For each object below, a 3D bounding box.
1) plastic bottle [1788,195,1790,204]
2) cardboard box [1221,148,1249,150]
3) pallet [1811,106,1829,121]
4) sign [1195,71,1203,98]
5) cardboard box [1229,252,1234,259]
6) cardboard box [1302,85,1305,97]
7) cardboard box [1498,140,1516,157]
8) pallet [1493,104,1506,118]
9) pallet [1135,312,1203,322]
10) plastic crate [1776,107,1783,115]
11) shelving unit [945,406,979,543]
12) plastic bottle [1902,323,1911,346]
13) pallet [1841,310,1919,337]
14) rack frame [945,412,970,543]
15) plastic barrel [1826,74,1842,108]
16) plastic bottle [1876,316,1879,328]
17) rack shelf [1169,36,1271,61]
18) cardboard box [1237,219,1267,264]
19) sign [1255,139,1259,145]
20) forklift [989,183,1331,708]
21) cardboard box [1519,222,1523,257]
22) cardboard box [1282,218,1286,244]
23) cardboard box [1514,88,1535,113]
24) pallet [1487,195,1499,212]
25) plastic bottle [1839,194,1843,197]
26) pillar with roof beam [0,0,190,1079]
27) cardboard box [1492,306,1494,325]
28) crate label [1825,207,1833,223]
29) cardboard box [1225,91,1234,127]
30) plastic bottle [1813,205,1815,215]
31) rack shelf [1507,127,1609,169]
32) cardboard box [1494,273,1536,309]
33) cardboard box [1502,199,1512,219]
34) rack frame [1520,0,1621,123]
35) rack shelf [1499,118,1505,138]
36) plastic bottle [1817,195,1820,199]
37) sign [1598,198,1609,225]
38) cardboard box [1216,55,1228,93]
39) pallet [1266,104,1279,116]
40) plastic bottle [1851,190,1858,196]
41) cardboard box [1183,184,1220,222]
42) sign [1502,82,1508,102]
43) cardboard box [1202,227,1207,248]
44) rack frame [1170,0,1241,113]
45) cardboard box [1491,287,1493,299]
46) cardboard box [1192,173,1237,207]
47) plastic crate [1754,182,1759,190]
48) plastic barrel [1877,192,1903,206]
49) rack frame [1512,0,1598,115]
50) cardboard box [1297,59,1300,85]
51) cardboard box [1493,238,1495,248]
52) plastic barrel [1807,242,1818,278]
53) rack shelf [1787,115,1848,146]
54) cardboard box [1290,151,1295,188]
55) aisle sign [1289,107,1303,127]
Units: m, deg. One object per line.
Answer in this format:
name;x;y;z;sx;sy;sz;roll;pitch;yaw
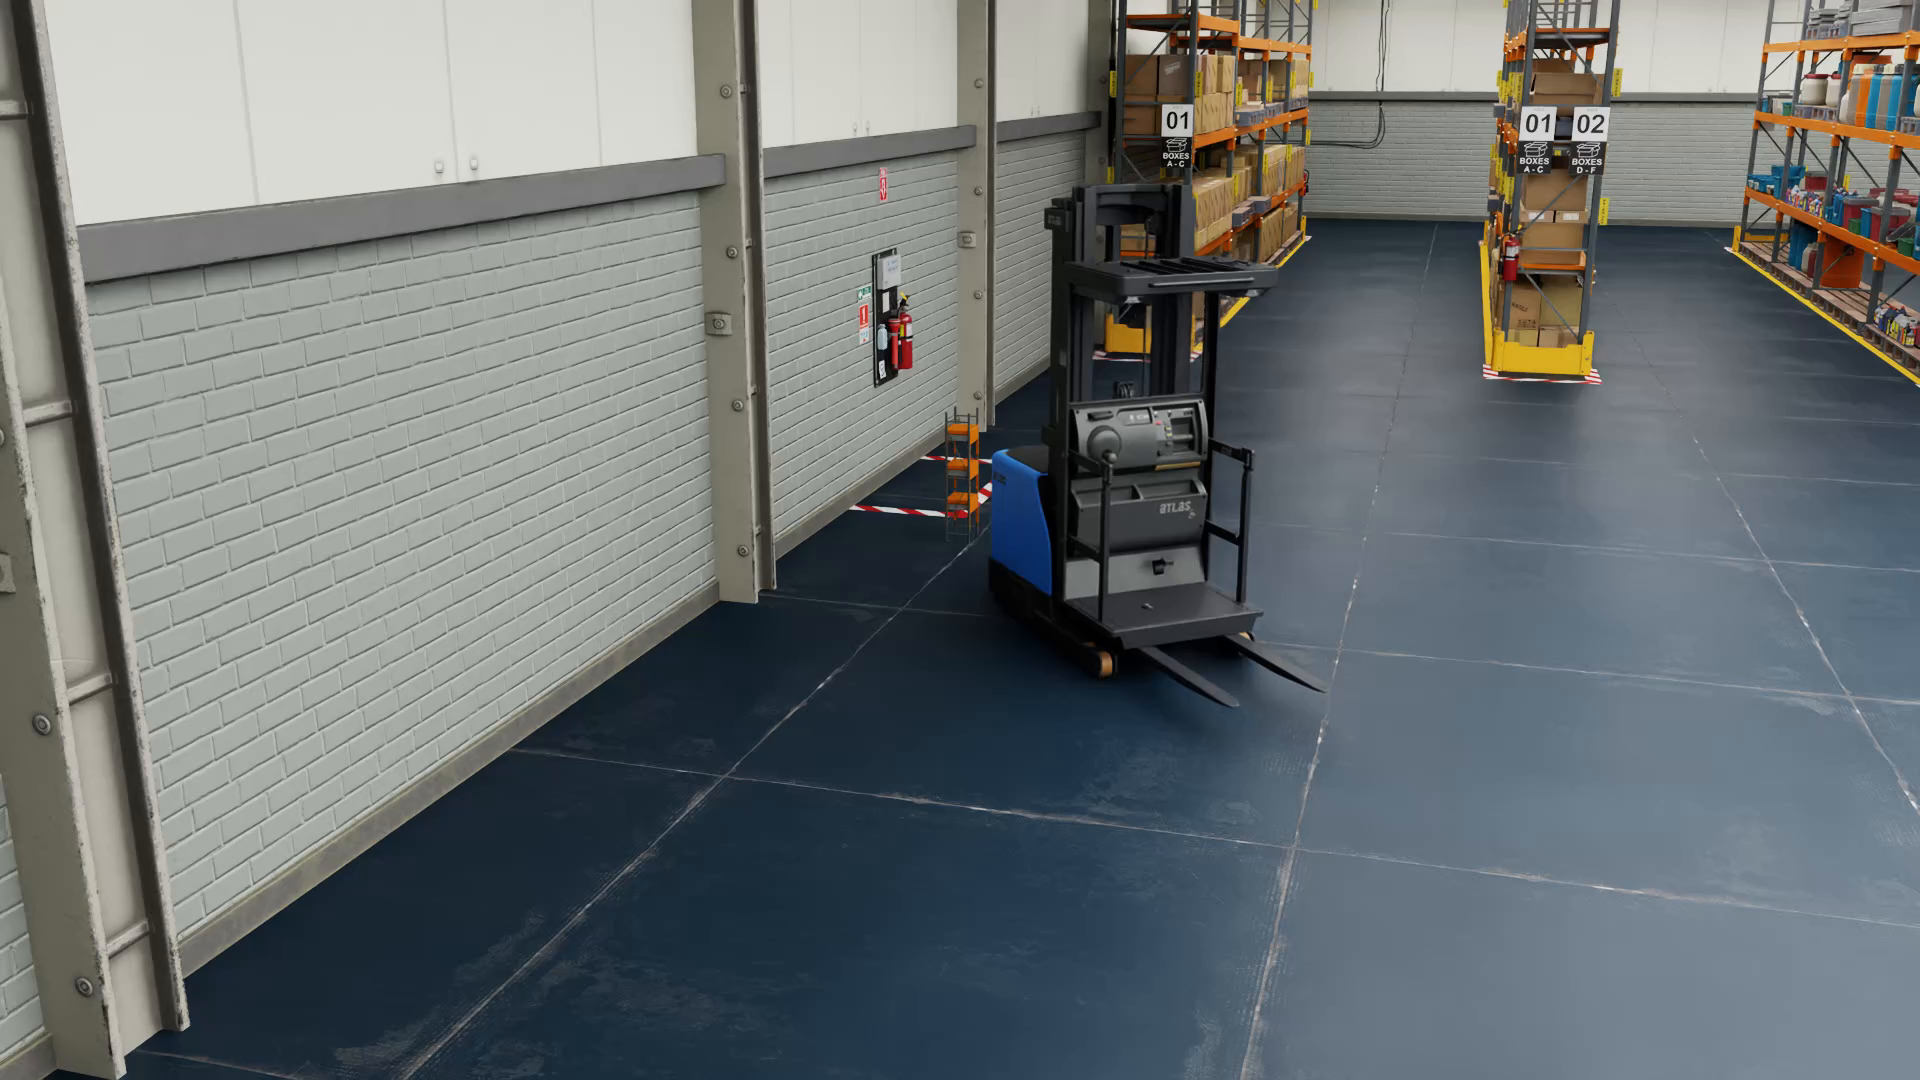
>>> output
plastic bottle;14.845;-6.093;29.679;0.097;0.201;0.097;0;16;0
cardboard box;5.100;-7.143;30.876;0.500;0.250;0.500;4;16;15
pallet;14.963;-7.161;27.928;1.003;0.211;1.213;5;16;16
sign;3.023;-5.769;21.071;0.100;0.325;0.005;5;16;16
cardboard box;4.115;-4.466;27.352;0.700;0.500;0.500;5;17;17
cardboard box;6.949;-9.406;34.818;0.500;0.250;0.500;4;16;14
cardboard box;10.559;-7.385;31.853;0.500;0.500;0.500;5;17;16
pallet;10.119;-7.619;29.543;1.213;0.211;1.003;5;16;16
pallet;3.137;-3.153;24.060;1.003;0.211;1.213;5;16;16
plastic crate;15.408;-7.997;31.012;0.293;0.136;0.466;5;16;16
shelving unit;0.015;-0.519;13.235;0.215;1.050;0.252;5;16;16
plastic bottle;12.118;-2.630;21.277;0.061;0.283;0.133;5;17;17
pallet;13.324;-3.092;23.845;1.003;0.211;1.213;5;16;16
rack frame;-0.019;-0.487;13.123;0.200;1.050;0.008;5;16;16
plastic barrel;14.634;-7.458;27.610;0.433;0.535;0.433;0;16;0
plastic bottle;12.569;-2.988;22.689;0.097;0.201;0.097;0;16;0
rack shelf;4.208;-7.864;26.617;1.077;0.370;4.000;5;16;16
cardboard box;5.111;-5.390;30.006;0.750;0.750;0.750;4;16;15
sign;6.519;-8.632;36.535;0.100;0.325;0.005;5;16;16
forklift;1.235;-0.685;10.373;1.130;2.935;3.031;-6;17;-22
cardboard box;7.543;-3.871;21.297;0.700;0.500;0.500;5;17;17
cardboard box;6.223;-6.274;33.762;0.700;0.500;0.500;5;17;17
cardboard box;7.485;-5.701;21.571;0.500;0.311;0.500;7;17;22
pallet;9.652;-5.747;28.447;1.213;0.211;1.003;5;16;16
plastic bottle;15.133;-5.810;28.551;0.097;0.271;0.097;0;16;0
pillar with roof beam;0.884;-2.040;4.032;9.100;9.000;0.400;5;16;16
cardboard box;7.673;-3.131;23.140;0.500;0.250;0.500;5;16;16
crate label;13.795;-5.110;26.155;0.303;0.233;0.416;5;16;16
cardboard box;3.732;-6.342;24.476;0.500;0.500;0.500;5;17;17
plastic bottle;14.179;-5.481;27.519;0.097;0.201;0.097;0;16;0
rack shelf;7.821;-5.184;21.931;1.077;0.370;4.000;5;16;16
cardboard box;7.533;-3.361;22.576;0.500;0.500;0.500;5;16;16
cardboard box;9.087;-5.395;27.017;0.500;0.311;0.500;4;16;15
rack frame;7.253;-6.450;19.579;1.000;3.000;0.127;5;16;16
rack shelf;10.095;-7.277;29.310;1.077;0.370;4.000;5;16;16
plastic bottle;14.496;-5.691;28.110;0.061;0.283;0.133;5;16;16
sign;7.783;-3.974;20.111;0.100;0.325;0.005;5;16;16
cardboard box;3.473;-6.542;23.346;0.500;0.500;0.500;4;16;14
pallet;5.223;-7.858;30.385;1.003;0.211;1.213;5;17;18
plastic bottle;15.151;-5.741;28.162;0.144;0.351;0.185;5;16;16
cardboard box;3.364;-4.746;23.429;0.500;0.500;0.500;5;17;18
sign;9.007;-7.391;27.447;0.100;0.325;0.005;5;16;16
cardboard box;3.079;-4.125;22.612;0.500;0.250;0.500;4;16;14
rack frame;3.639;-7.880;24.619;1.000;3.000;0.127;5;16;16
cardboard box;8.375;-3.753;25.333;0.500;0.250;0.500;4;16;15
cardboard box;3.982;-5.530;26.338;0.700;0.500;0.500;6;17;22
plastic crate;15.799;-6.973;32.789;0.250;0.136;0.298;5;16;16
plastic barrel;14.187;-5.040;25.396;0.421;0.512;0.421;0;16;0
rack frame;8.390;-7.497;23.268;1.000;3.000;0.127;5;16;16
cardboard box;6.524;-9.368;33.311;0.500;0.500;0.500;4;16;15
cardboard box;9.715;-5.064;29.462;0.500;0.500;0.500;4;16;14
plastic barrel;14.718;-4.739;28.188;0.600;0.588;0.708;5;16;16
rack shelf;14.843;-6.892;27.952;1.077;0.370;4.000;5;16;16
cardboard box;6.295;-7.562;33.944;0.980;0.700;0.700;4;16;14
aisle sign;7.357;-9.379;36.136;0.394;0.787;0.004;5;16;16
